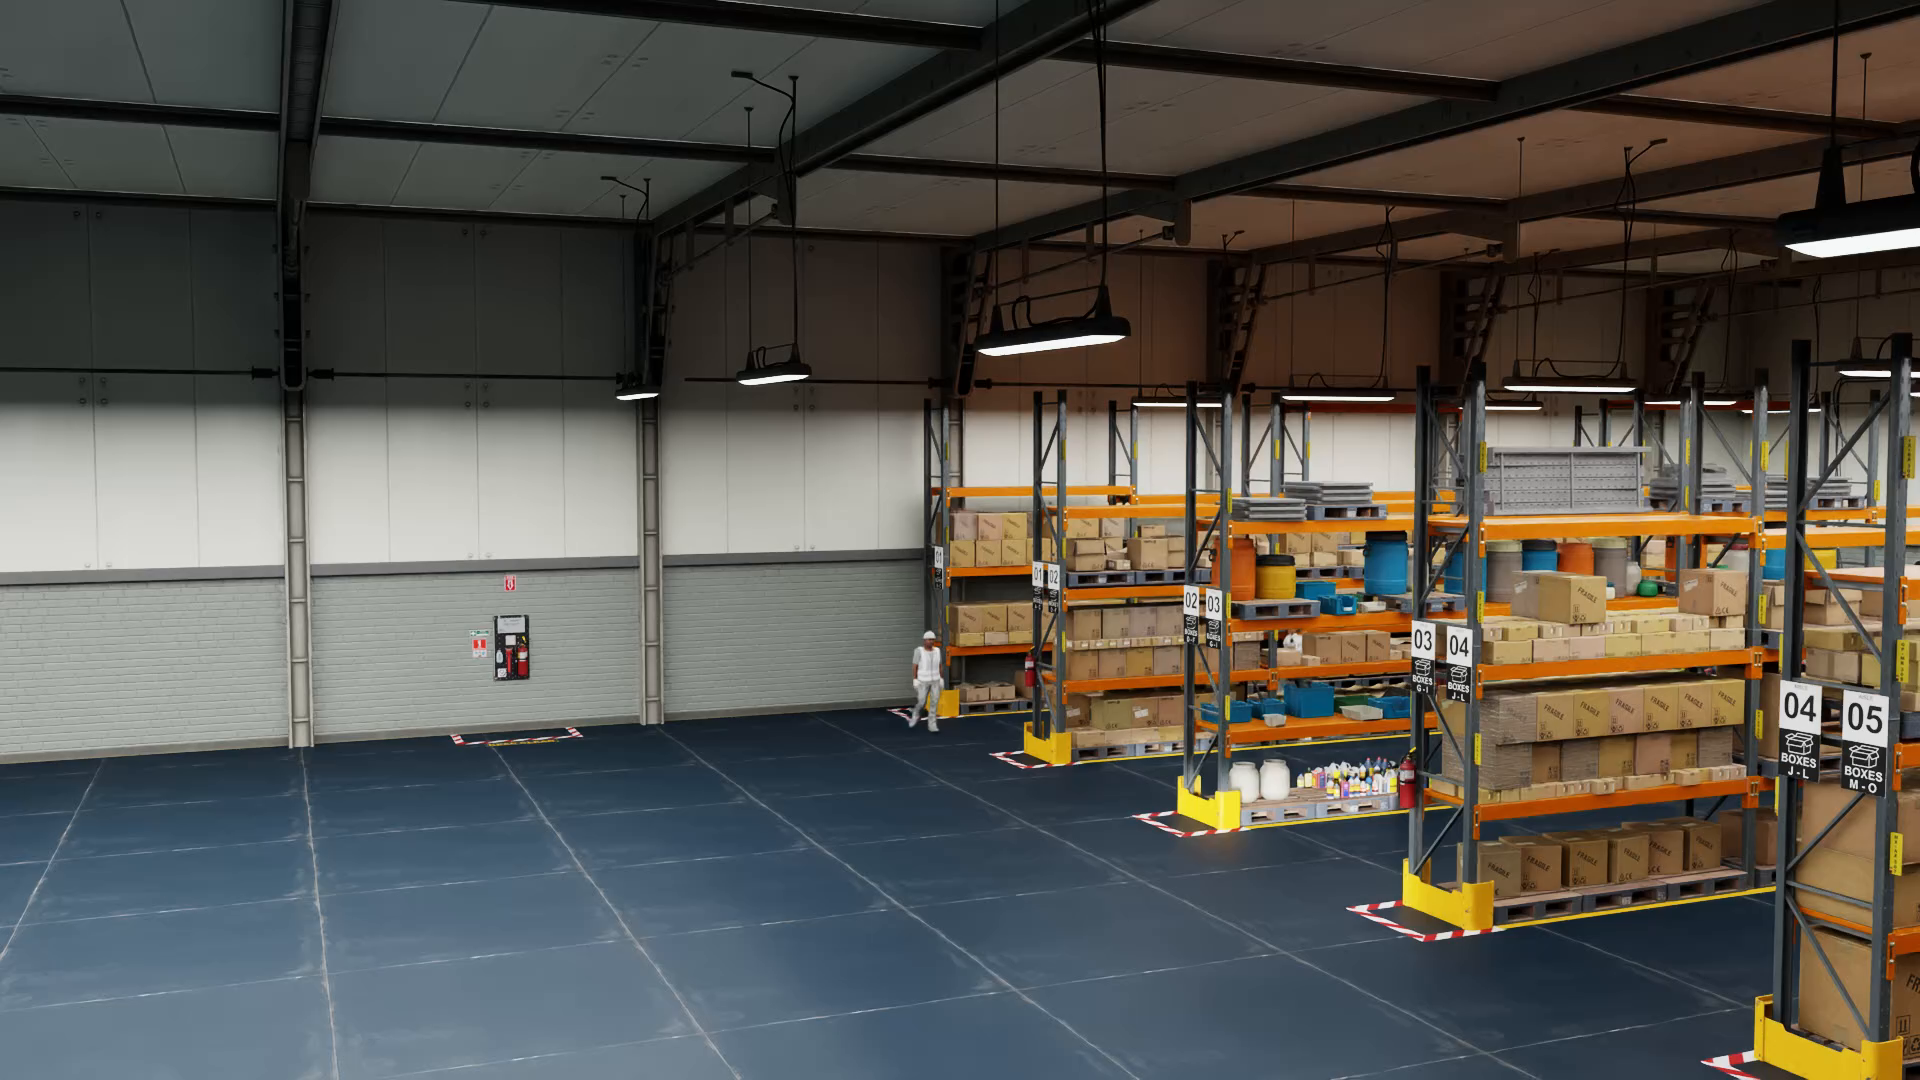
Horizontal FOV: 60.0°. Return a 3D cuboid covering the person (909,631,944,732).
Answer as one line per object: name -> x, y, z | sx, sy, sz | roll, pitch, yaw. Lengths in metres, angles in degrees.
person -> -0.582, 2.512, 29.688 | 0.572, 1.779, 0.599 | -2, 4, -27

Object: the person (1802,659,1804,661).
person -> 17.879, 2.191, 35.657 | 1.078, 1.706, 0.566 | -2, 4, -25

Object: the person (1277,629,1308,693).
person -> 6.486, 2.393, 32.662 | 0.998, 1.625, 0.494 | -2, 4, -35
